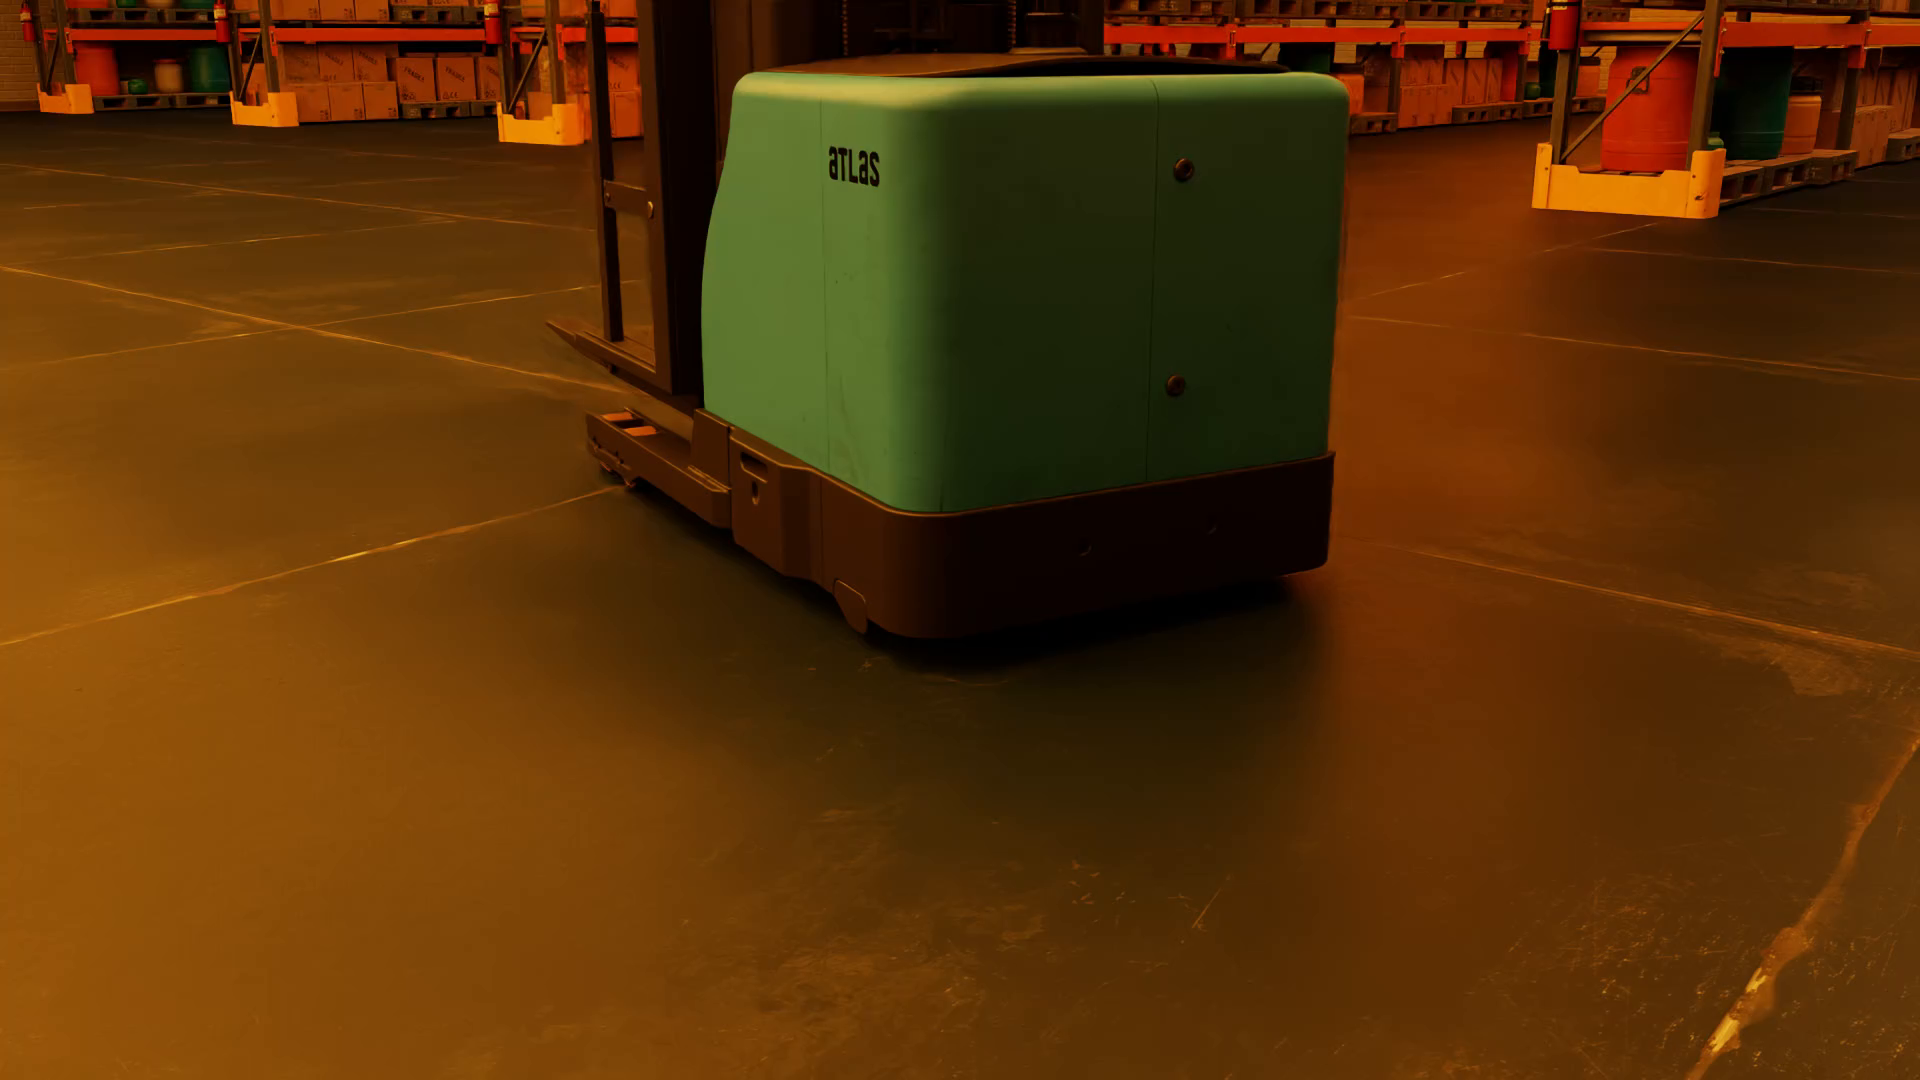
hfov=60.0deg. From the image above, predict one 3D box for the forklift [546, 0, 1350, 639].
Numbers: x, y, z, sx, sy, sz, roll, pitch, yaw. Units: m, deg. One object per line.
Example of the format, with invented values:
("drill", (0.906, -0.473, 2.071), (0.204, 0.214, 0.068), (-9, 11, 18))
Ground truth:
("forklift", (-0.367, -1.596, 4.153), (1.130, 2.935, 3.031), (-9, 19, -28))
